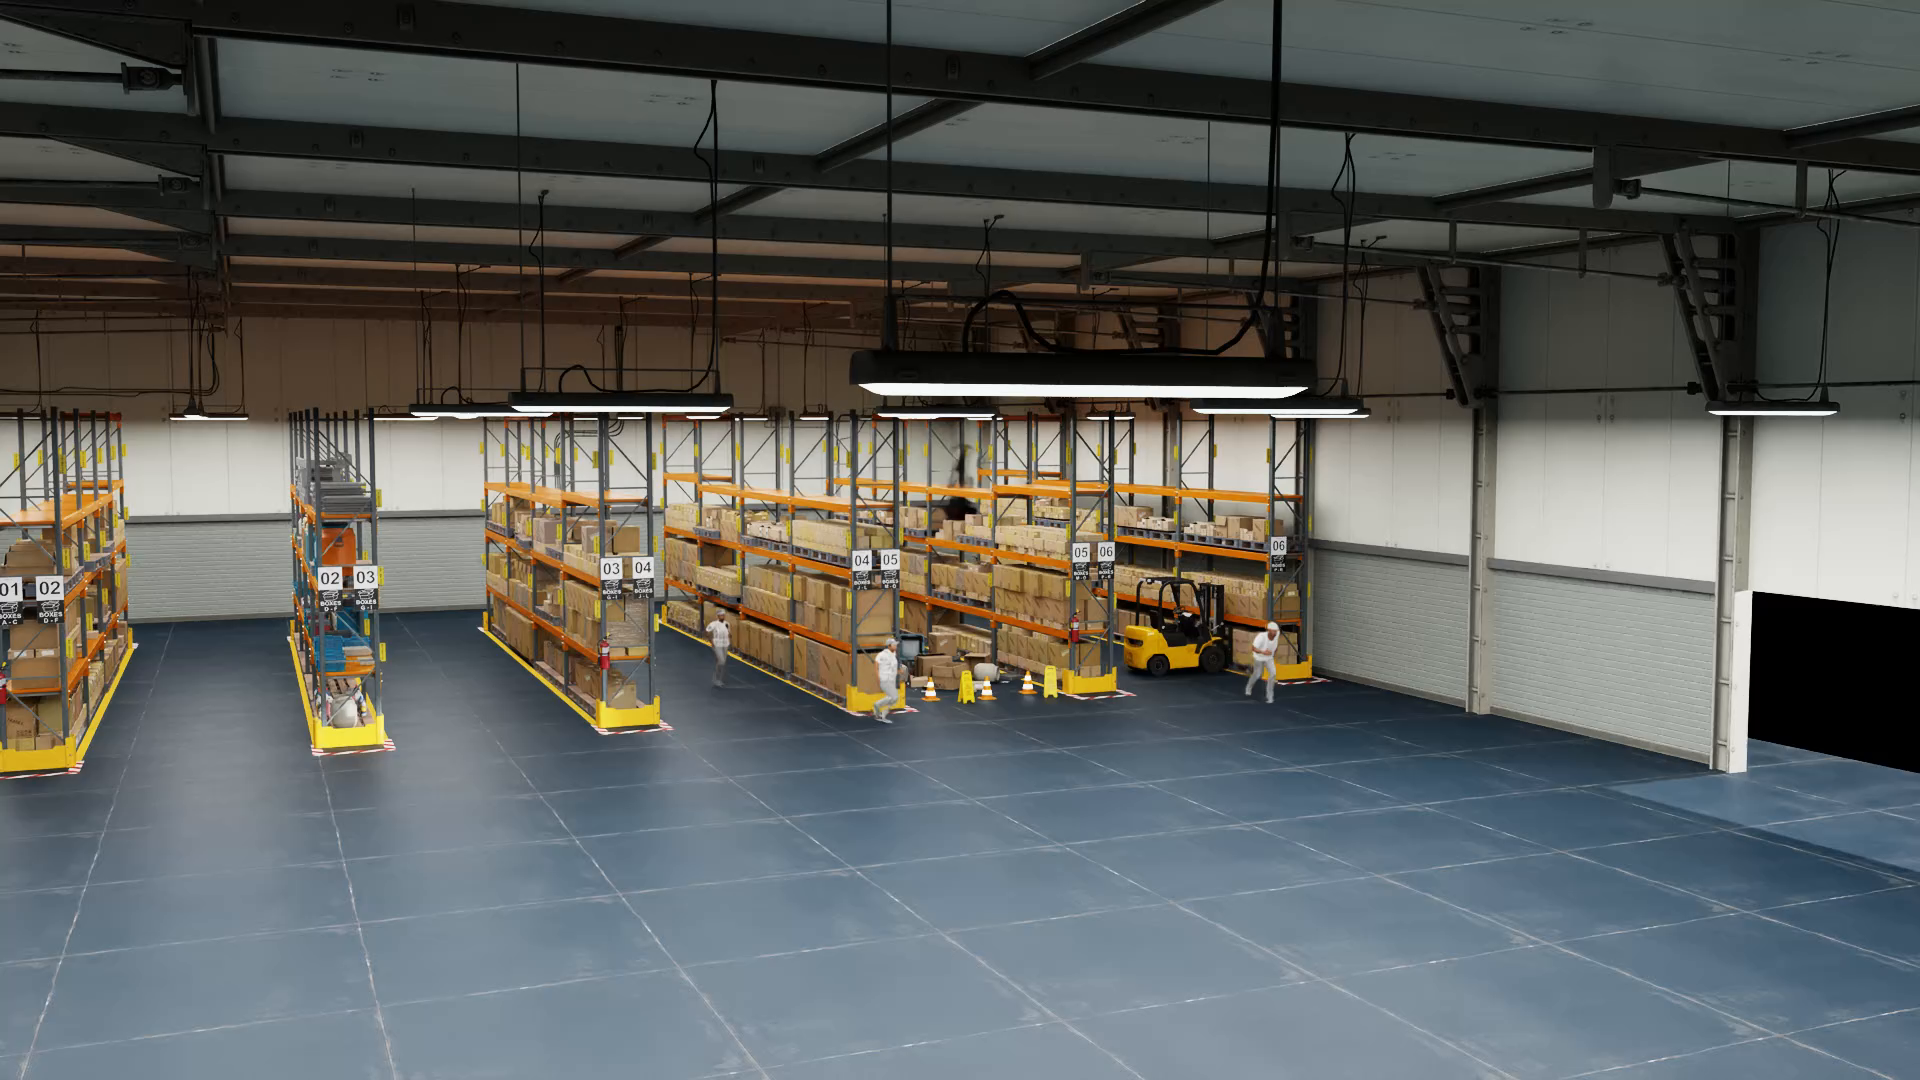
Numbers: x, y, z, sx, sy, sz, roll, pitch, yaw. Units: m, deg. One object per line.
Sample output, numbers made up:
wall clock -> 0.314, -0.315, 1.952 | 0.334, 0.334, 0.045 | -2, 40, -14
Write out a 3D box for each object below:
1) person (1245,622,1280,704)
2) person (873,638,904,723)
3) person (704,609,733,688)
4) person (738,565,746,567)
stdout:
person -> 6.254, 2.511, 34.350 | 0.747, 1.717, 1.041 | -2, 4, -26
person -> -1.359, 2.692, 31.841 | 0.575, 1.621, 0.598 | 1, 4, 18
person -> -5.215, 2.353, 36.238 | 0.551, 1.733, 0.719 | -4, 5, -42
person -> -6.172, 1.591, 47.372 | 0.673, 1.720, 0.848 | -1, 4, -12
